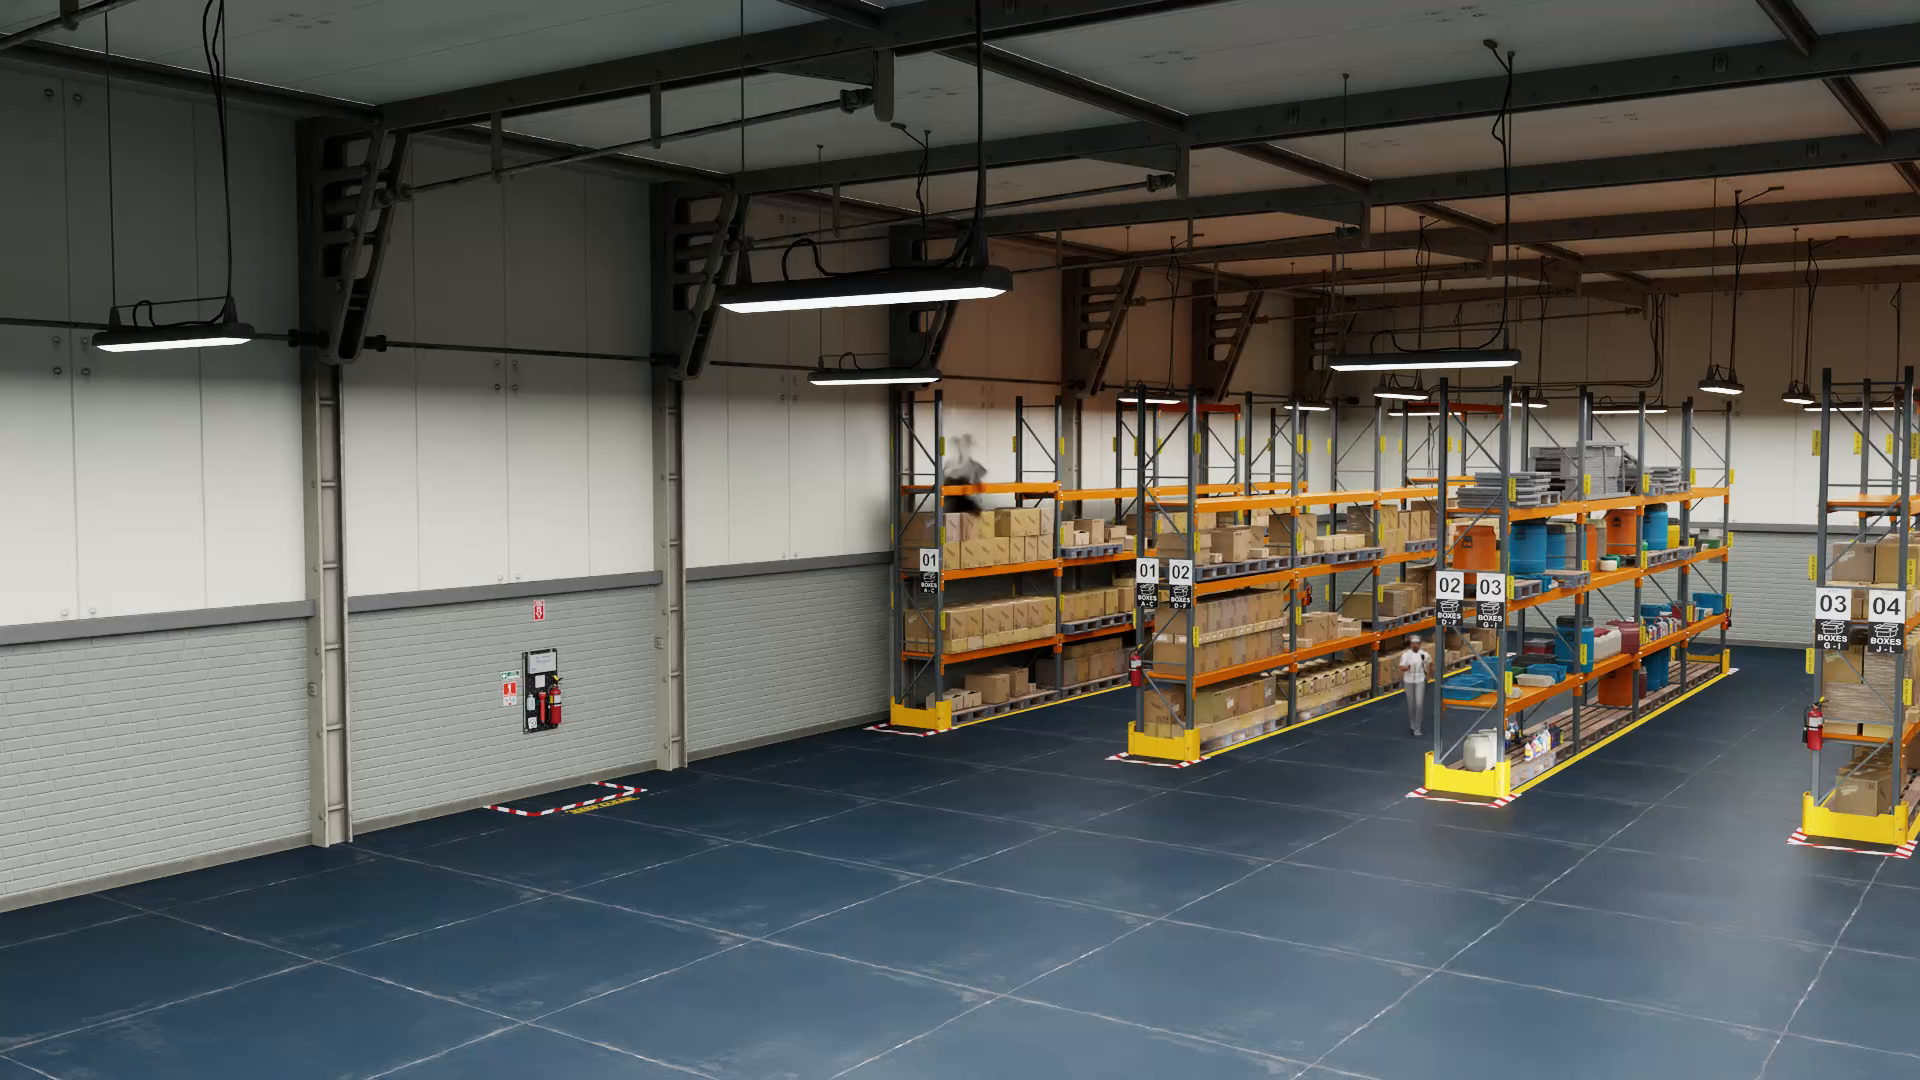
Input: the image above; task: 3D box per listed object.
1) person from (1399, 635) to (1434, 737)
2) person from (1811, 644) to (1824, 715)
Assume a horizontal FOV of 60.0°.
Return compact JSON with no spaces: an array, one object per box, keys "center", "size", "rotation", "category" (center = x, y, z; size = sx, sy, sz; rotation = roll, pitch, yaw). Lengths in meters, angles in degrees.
[{"center":[7.927,2.521,28.948],"size":[0.560,1.755,0.742],"rotation":[1,3,22],"category":"person"},{"center":[15.877,2.446,30.499],"size":[0.564,1.738,0.780],"rotation":[2,4,32],"category":"person"}]
